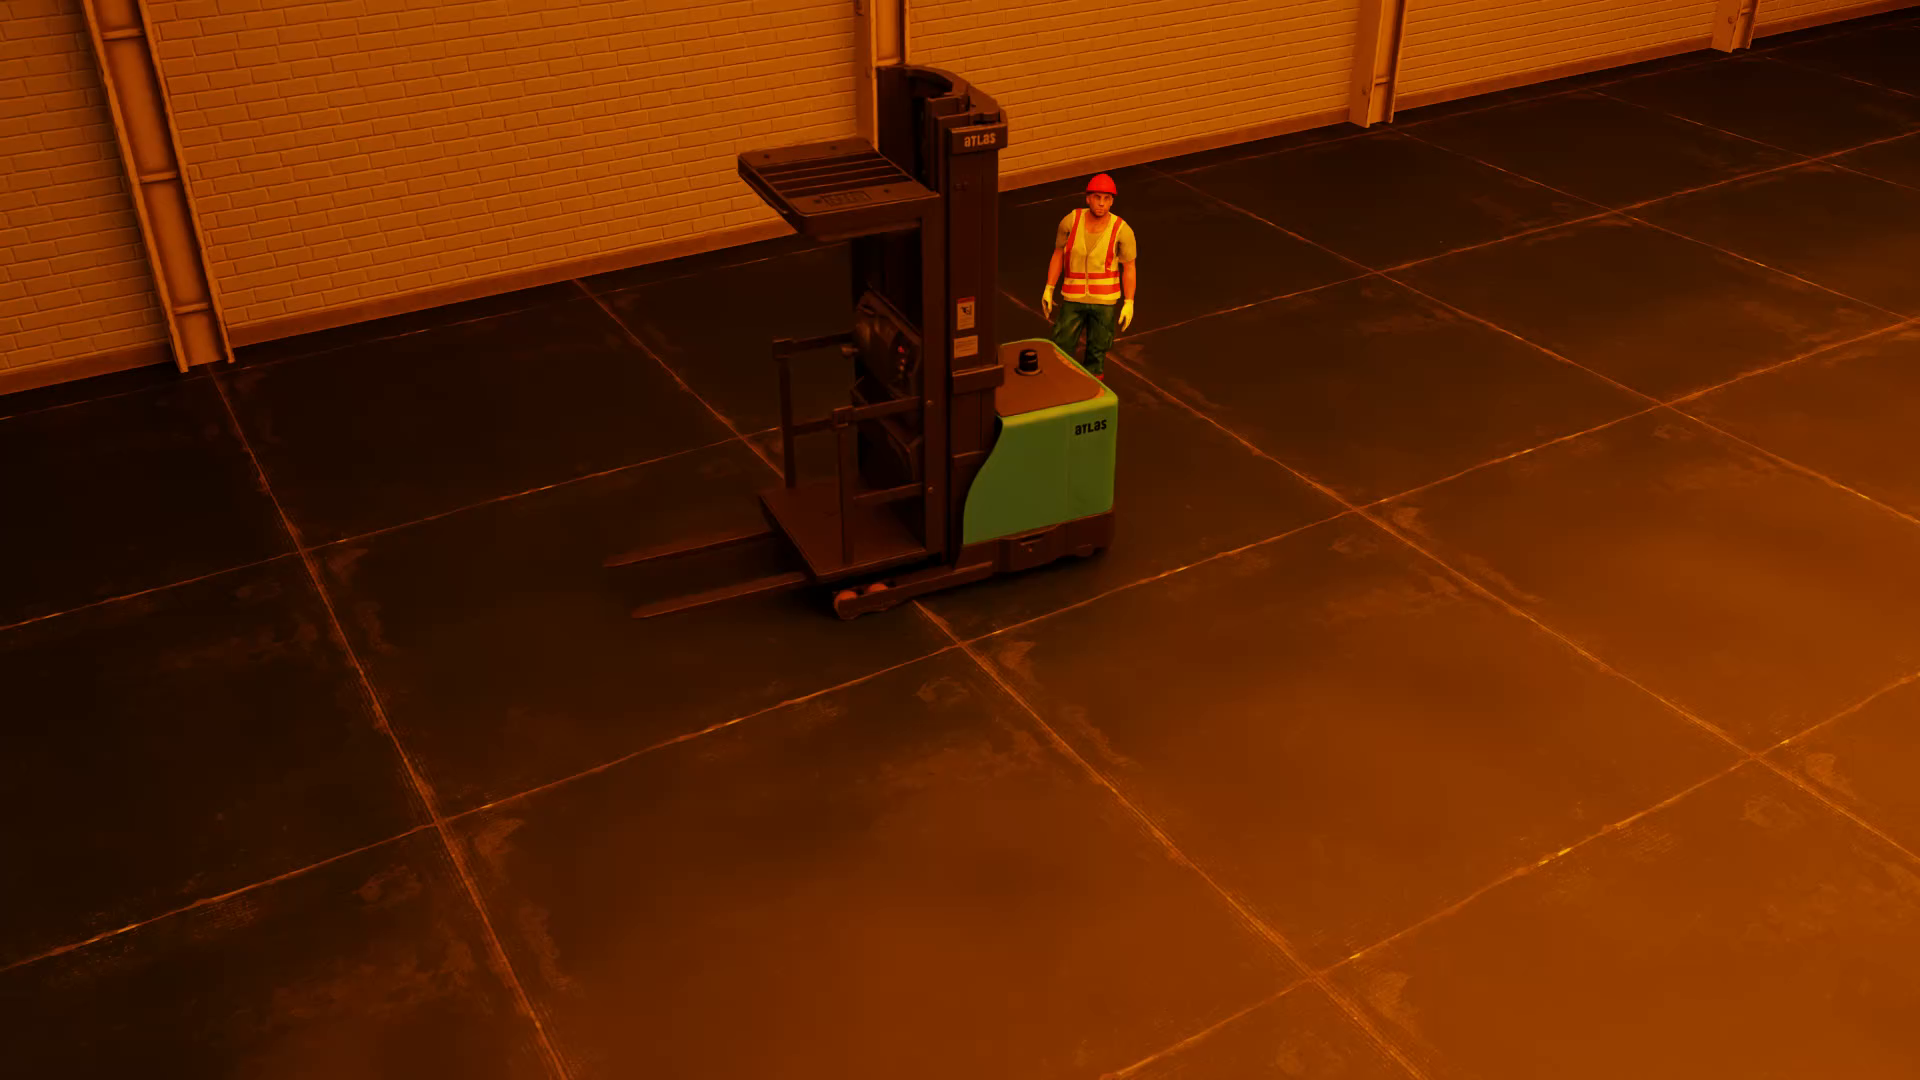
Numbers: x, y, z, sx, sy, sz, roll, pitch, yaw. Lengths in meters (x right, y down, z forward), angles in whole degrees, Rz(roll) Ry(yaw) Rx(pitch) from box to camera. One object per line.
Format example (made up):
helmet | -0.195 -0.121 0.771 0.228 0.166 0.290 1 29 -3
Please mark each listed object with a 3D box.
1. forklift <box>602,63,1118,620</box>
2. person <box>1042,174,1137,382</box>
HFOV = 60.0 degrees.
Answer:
forklift | -0.606 -1.101 9.486 3.031 2.935 1.130 -13 33 -21
person | 0.870 -1.612 11.437 0.638 1.787 0.565 7 32 11
